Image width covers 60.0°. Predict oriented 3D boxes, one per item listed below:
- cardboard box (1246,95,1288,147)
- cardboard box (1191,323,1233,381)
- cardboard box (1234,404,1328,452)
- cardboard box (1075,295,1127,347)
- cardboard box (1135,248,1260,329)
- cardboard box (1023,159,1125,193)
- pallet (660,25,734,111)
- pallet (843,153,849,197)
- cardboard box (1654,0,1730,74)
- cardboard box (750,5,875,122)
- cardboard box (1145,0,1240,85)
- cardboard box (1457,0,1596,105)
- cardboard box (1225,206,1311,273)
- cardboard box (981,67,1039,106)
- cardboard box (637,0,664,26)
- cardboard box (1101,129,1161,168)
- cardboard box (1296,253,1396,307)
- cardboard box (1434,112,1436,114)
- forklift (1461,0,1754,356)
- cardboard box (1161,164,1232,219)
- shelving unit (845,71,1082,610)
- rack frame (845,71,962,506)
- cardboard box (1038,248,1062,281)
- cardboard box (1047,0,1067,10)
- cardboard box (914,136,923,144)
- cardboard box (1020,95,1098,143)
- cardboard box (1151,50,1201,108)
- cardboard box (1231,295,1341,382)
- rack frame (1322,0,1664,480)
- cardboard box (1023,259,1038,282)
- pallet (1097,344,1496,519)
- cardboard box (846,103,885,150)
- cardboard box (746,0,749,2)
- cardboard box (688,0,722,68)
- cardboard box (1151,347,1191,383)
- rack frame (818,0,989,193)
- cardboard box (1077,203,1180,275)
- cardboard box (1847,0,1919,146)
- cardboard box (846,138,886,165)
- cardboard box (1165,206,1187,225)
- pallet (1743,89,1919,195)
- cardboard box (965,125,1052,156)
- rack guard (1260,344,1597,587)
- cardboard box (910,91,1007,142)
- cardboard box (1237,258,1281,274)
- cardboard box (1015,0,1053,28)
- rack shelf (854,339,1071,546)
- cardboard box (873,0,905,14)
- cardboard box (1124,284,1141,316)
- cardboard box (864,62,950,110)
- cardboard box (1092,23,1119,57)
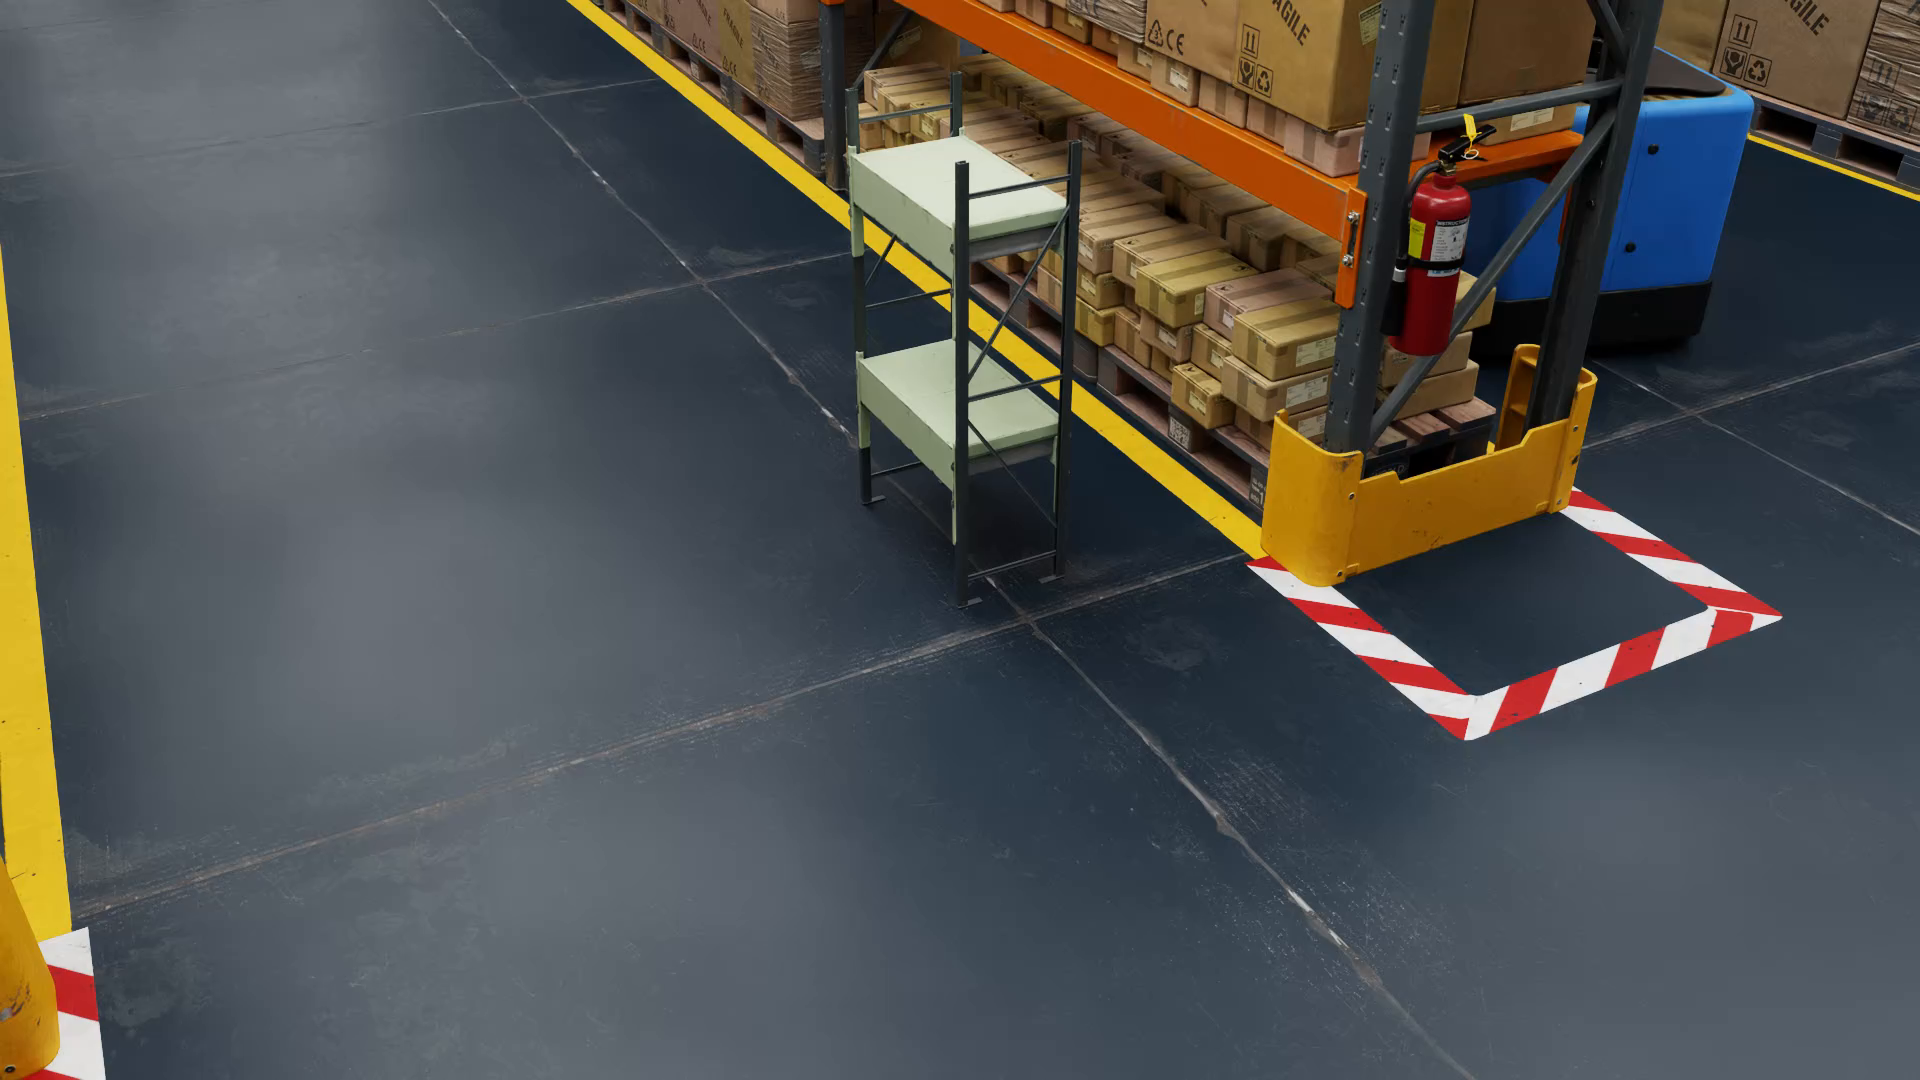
[{"bbox_3d":[1.157,-1.393,5.377,0.380,0.149,0.250,-16,36,-23],"label":"cardboard box"},{"bbox_3d":[1.069,-0.706,6.050,0.380,0.149,0.250,-17,36,-24],"label":"cardboard box"},{"bbox_3d":[1.212,-0.462,5.943,0.380,0.149,0.250,-15,36,-22],"label":"cardboard box"},{"bbox_3d":[0.654,-0.927,6.670,0.380,0.149,0.250,-18,37,-25],"label":"cardboard box"},{"bbox_3d":[0.871,-0.928,6.120,0.380,0.149,0.250,-17,36,-24],"label":"cardboard box"},{"bbox_3d":[0.460,-1.453,6.940,0.380,0.149,0.250,-16,36,-23],"label":"cardboard box"},{"bbox_3d":[-1.160,-2.975,10.198,1.003,0.211,1.213,-16,36,-23],"label":"pallet"},{"bbox_3d":[0.121,-1.710,8.223,1.003,0.211,1.213,-16,36,-23],"label":"pallet"},{"bbox_3d":[4.449,-3.342,9.766,0.875,0.875,0.875,-16,36,-23],"label":"cardboard box"},{"bbox_3d":[-0.791,-2.609,8.970,0.500,0.500,0.500,-17,36,-24],"label":"cardboard box"},{"bbox_3d":[0.969,-1.851,5.489,0.500,0.500,0.500,-16,36,-24],"label":"cardboard box"},{"bbox_3d":[1.677,-1.737,5.313,0.500,0.500,0.500,-14,35,-21],"label":"cardboard box"},{"bbox_3d":[1.270,-1.200,6.545,0.380,0.149,0.250,-18,37,-25],"label":"cardboard box"},{"bbox_3d":[0.327,-2.206,8.115,0.380,0.149,0.250,-15,36,-23],"label":"cardboard box"},{"bbox_3d":[-1.747,-3.588,10.497,0.500,0.500,0.500,-15,36,-23],"label":"cardboard box"},{"bbox_3d":[0.846,-1.714,7.347,0.380,0.149,0.250,-17,36,-25],"label":"cardboard box"},{"bbox_3d":[1.463,-0.950,6.154,0.380,0.149,0.250,-15,36,-22],"label":"cardboard box"},{"bbox_3d":[1.625,-1.529,5.588,0.380,0.149,0.250,-15,35,-21],"label":"cardboard box"},{"bbox_3d":[2.313,-2.773,7.361,1.130,2.935,3.031,-7,33,-10],"label":"forklift"},{"bbox_3d":[1.067,-1.472,6.969,0.380,0.149,0.250,-15,36,-22],"label":"cardboard box"},{"bbox_3d":[-0.003,-0.635,5.350,0.431,1.500,0.755,-16,36,-23],"label":"shelving unit"},{"bbox_3d":[-0.174,-0.809,5.623,0.400,1.500,0.023,-16,36,-23],"label":"rack frame"},{"bbox_3d":[0.543,-1.187,6.799,0.380,0.149,0.250,-14,35,-21],"label":"cardboard box"},{"bbox_3d":[0.501,-2.331,6.239,0.500,0.500,0.500,-14,35,-21],"label":"cardboard box"},{"bbox_3d":[0.006,-1.838,7.816,0.380,0.149,0.250,-16,36,-23],"label":"cardboard box"},{"bbox_3d":[0.502,-1.945,7.708,0.380,0.149,0.250,-15,35,-22],"label":"cardboard box"},{"bbox_3d":[0.887,-1.625,5.739,0.380,0.149,0.250,-15,36,-22],"label":"cardboard box"},{"bbox_3d":[1.171,-0.702,5.767,0.380,0.149,0.250,-15,36,-23],"label":"cardboard box"},{"bbox_3d":[1.642,-1.286,4.977,1.000,3.000,0.127,-16,36,-23],"label":"rack frame"},{"bbox_3d":[0.493,-1.202,7.099,0.380,0.149,0.250,-15,36,-22],"label":"cardboard box"},{"bbox_3d":[1.259,-0.545,6.405,1.003,0.211,1.213,-16,36,-23],"label":"pallet"},{"bbox_3d":[-0.337,-2.043,8.137,0.380,0.149,0.250,-14,35,-21],"label":"cardboard box"},{"bbox_3d":[-1.022,-3.176,9.159,0.500,0.250,0.500,-14,35,-21],"label":"cardboard box"},{"bbox_3d":[-1.265,-3.100,9.736,0.500,0.500,0.500,-17,36,-24],"label":"cardboard box"},{"bbox_3d":[0.955,-0.707,6.326,0.380,0.149,0.250,-16,36,-23],"label":"cardboard box"},{"bbox_3d":[-0.223,-3.195,7.957,1.000,3.000,0.127,-16,36,-23],"label":"rack frame"},{"bbox_3d":[0.632,-1.182,6.516,0.380,0.149,0.250,-15,35,-21],"label":"cardboard box"},{"bbox_3d":[5.283,-2.487,8.432,0.875,0.875,0.875,-16,36,-23],"label":"cardboard box"},{"bbox_3d":[-0.338,-1.917,8.215,0.380,0.149,0.250,-18,37,-25],"label":"cardboard box"},{"bbox_3d":[0.960,-1.314,6.997,0.380,0.149,0.250,-14,35,-21],"label":"cardboard box"},{"bbox_3d":[5.070,-2.255,9.074,1.003,0.211,1.213,-16,36,-23],"label":"pallet"},{"bbox_3d":[0.180,-1.690,7.310,0.380,0.149,0.250,-15,36,-22],"label":"cardboard box"},{"bbox_3d":[1.606,-0.270,5.708,1.175,0.500,0.348,-16,36,-23],"label":"rack guard"},{"bbox_3d":[-0.008,-1.951,7.717,0.380,0.149,0.250,-16,36,-24],"label":"cardboard box"},{"bbox_3d":[1.331,-1.092,6.651,0.380,0.149,0.250,-15,35,-22],"label":"cardboard box"},{"bbox_3d":[0.442,-2.140,6.542,0.380,0.149,0.250,-14,35,-21],"label":"cardboard box"},{"bbox_3d":[-0.003,-0.360,5.526,0.431,0.370,0.720,-16,36,-23],"label":"rack shelf"},{"bbox_3d":[-0.334,-3.054,8.970,0.500,0.250,0.500,-18,37,-25],"label":"cardboard box"},{"bbox_3d":[0.865,-0.970,6.461,0.380,0.149,0.250,-16,36,-24],"label":"cardboard box"},{"bbox_3d":[-0.246,-2.206,8.114,0.380,0.149,0.250,-14,35,-21],"label":"cardboard box"},{"bbox_3d":[0.717,-1.902,6.171,0.380,0.149,0.250,-17,37,-25],"label":"cardboard box"}]
